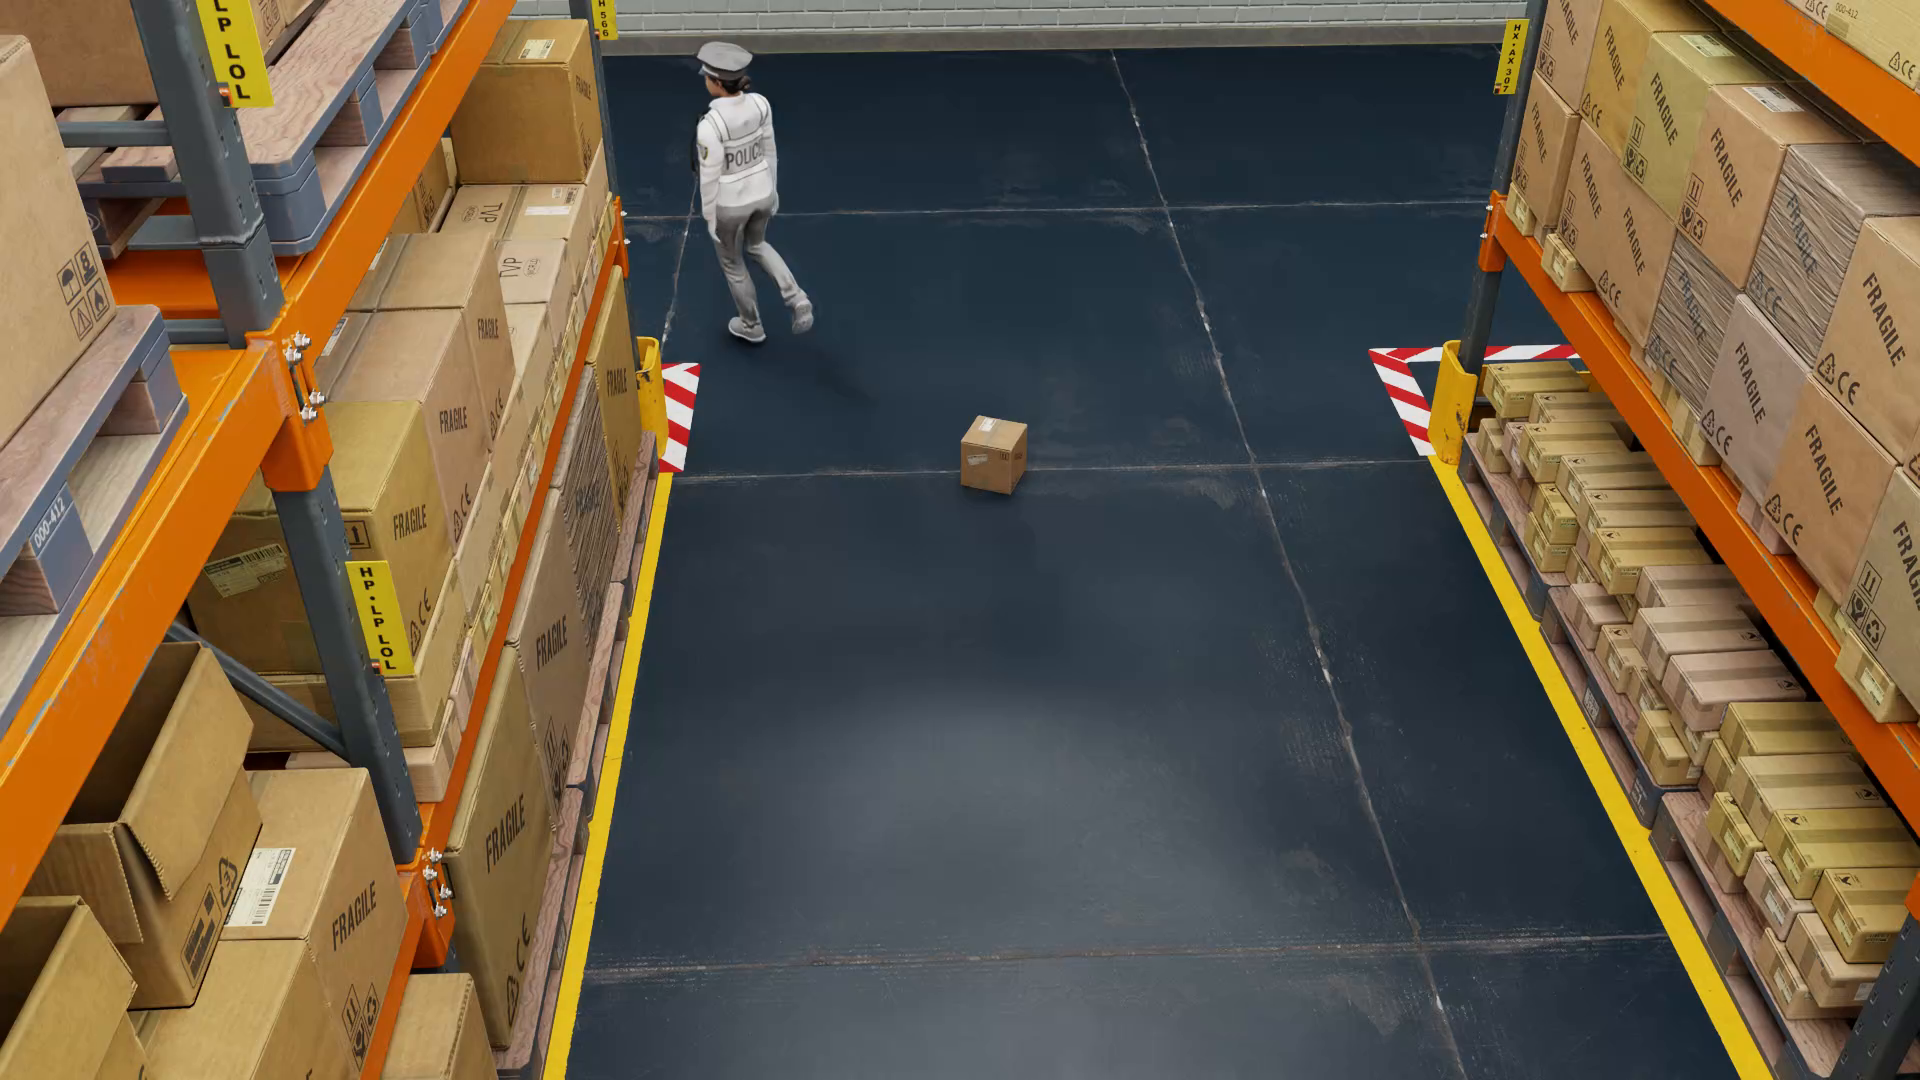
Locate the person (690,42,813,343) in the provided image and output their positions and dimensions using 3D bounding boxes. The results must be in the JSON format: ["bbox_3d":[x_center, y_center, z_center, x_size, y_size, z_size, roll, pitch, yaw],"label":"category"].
[{"bbox_3d":[-1.114,-1.730,8.541,0.518,1.658,0.534,-30,45,-35],"label":"person"}]
